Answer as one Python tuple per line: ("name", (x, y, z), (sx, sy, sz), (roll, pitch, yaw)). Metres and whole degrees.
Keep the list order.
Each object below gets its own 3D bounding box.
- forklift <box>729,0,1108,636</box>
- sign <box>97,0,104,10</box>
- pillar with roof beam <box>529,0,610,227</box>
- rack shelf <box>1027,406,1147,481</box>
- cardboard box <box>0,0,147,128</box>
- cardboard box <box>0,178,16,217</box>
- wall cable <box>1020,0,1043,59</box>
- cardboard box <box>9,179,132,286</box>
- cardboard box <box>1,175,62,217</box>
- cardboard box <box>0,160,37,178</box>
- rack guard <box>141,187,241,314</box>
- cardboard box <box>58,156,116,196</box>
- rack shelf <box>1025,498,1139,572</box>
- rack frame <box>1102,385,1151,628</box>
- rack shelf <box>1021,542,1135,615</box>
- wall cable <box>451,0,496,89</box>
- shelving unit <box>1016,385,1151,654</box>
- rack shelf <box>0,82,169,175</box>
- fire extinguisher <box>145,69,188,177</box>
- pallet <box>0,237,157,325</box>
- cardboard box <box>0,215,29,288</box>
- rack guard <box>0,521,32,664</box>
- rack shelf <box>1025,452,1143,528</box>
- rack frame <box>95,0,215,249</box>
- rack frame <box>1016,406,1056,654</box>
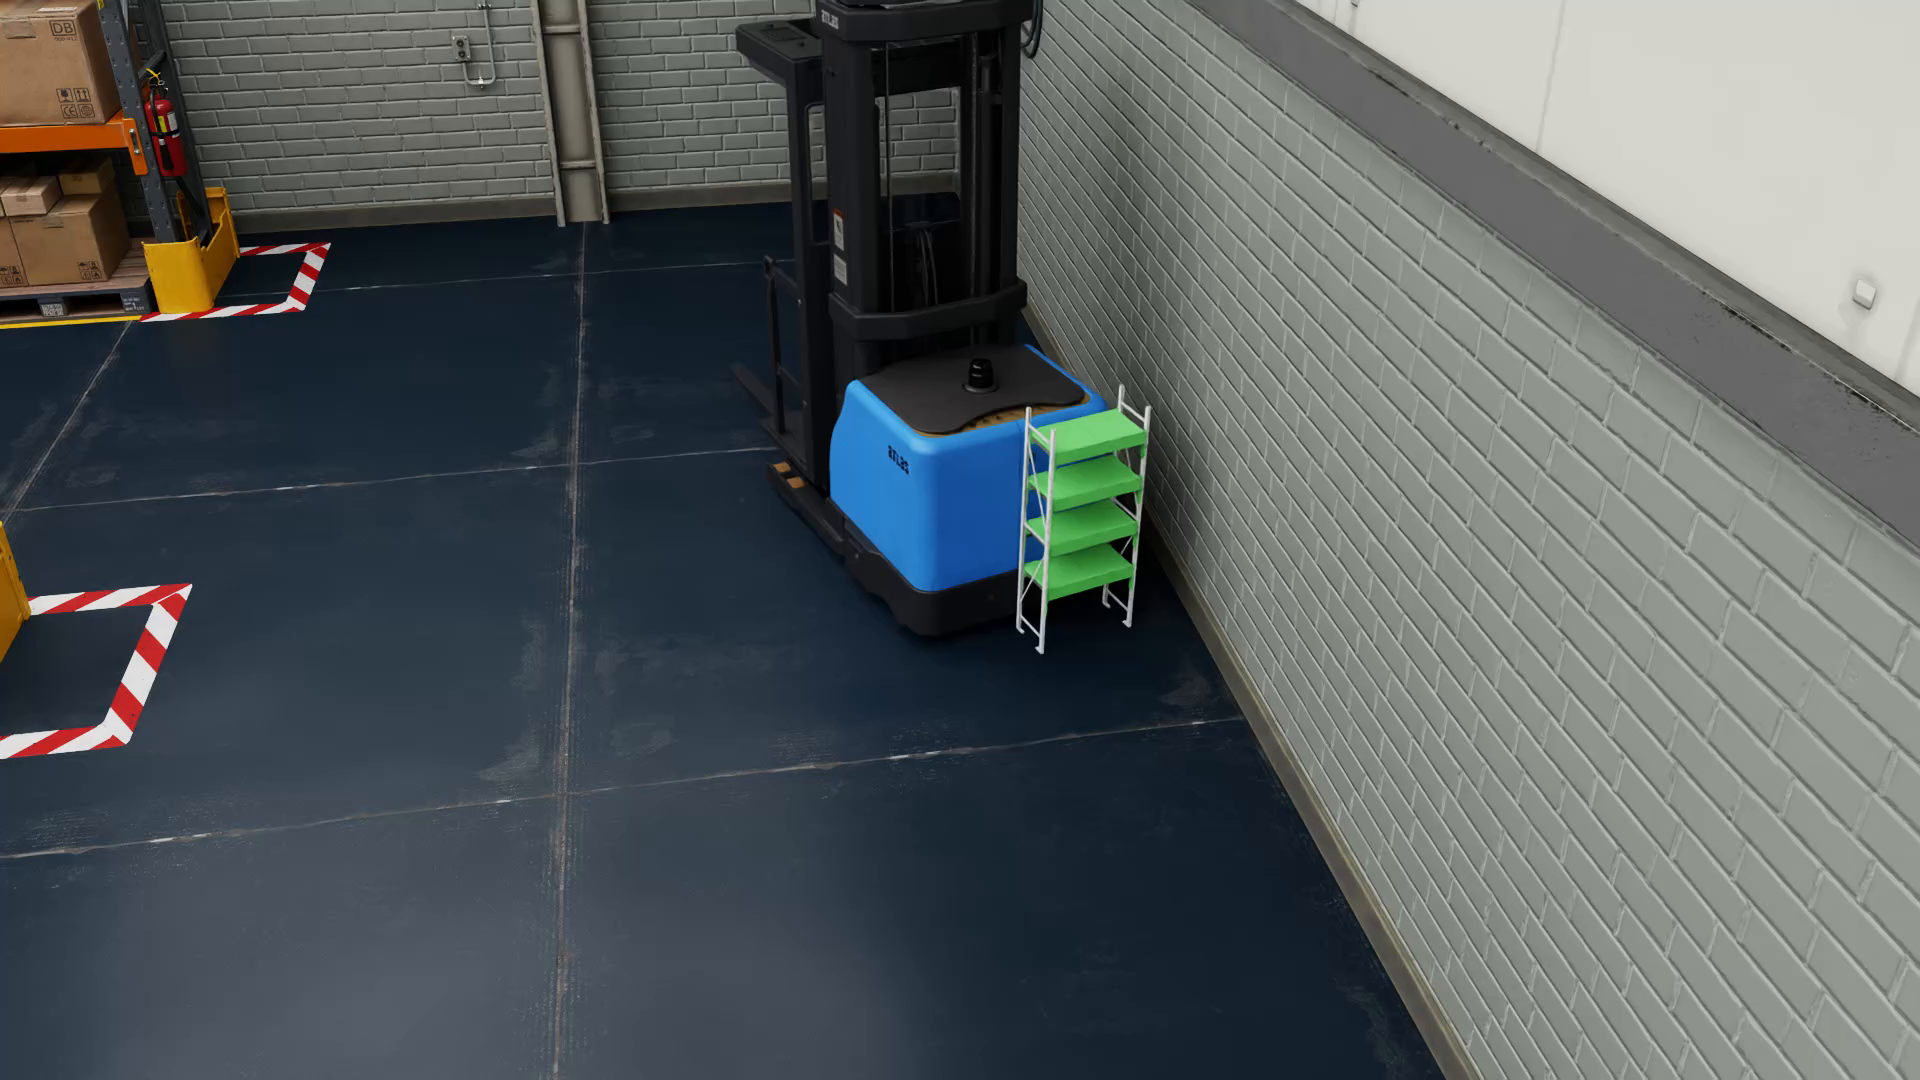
("forklift", (-0.415, -1.533, 8.465), (1.130, 2.935, 3.031), (-15, 33, -23))
("sign", (-5.360, -3.465, 10.308), (0.005, 0.325, 0.100), (-5, 31, -9))
("pillar with roof beam", (-2.168, -4.253, 7.105), (0.400, 9.000, 9.100), (-5, 31, -9))
("rack shelf", (0.568, -0.436, 7.476), (0.480, 0.148, 0.258), (-15, 36, -24))
("cardboard box", (-5.944, -3.213, 10.960), (0.700, 0.700, 0.980), (-4, 31, -7))
("cardboard box", (-6.459, -2.279, 11.078), (0.250, 0.149, 0.380), (-5, 31, -8))
("wall cable", (0.184, -4.721, 10.965), (0.112, 2.526, 3.097), (-5, 31, -9))
("cardboard box", (-6.114, -2.125, 11.457), (0.500, 0.500, 0.700), (-5, 31, -9))
("cardboard box", (-6.208, -2.302, 11.118), (0.250, 0.149, 0.380), (-6, 31, -10))
("cardboard box", (-6.526, -2.469, 11.402), (0.250, 0.149, 0.380), (-5, 31, -9))
("rack guard", (-5.420, -2.060, 11.761), (0.348, 0.500, 1.175), (-5, 31, -9))
("cardboard box", (-6.027, -2.516, 11.482), (0.250, 0.149, 0.380), (-5, 31, -9))
("rack shelf", (0.559, -0.031, 7.734), (0.480, 0.148, 0.258), (-15, 36, -24))
("rack frame", (0.776, -0.143, 7.798), (0.015, 1.200, 0.240), (-15, 36, -24))
("rack shelf", (0.554, 0.171, 7.864), (0.480, 0.148, 0.258), (-15, 36, -24))
("wall cable", (-4.355, -4.162, 11.867), (1.851, 1.984, 0.084), (-5, 31, -9))
("shelving unit", (0.560, -0.085, 7.700), (0.503, 1.200, 0.258), (-15, 36, -24))
("rack shelf", (-7.411, -2.643, 10.995), (4.000, 0.370, 1.077), (-5, 31, -9))
("fire extinguisher", (-5.212, -2.725, 10.870), (0.183, 0.674, 0.296), (-5, 31, -9))
("pallet", (-6.216, -1.822, 11.640), (1.213, 0.211, 1.003), (-5, 31, -9))
("cardboard box", (-6.606, -2.080, 11.379), (0.500, 0.500, 0.700), (-5, 31, -9))
("rack guard", (-4.623, 0.418, 7.545), (0.348, 0.500, 1.175), (-5, 31, -9))
("rack shelf", (0.563, -0.233, 7.605), (0.480, 0.148, 0.258), (-15, 36, -24))
("rack frame", (-5.444, -3.136, 11.123), (0.127, 3.000, 1.000), (-5, 31, -9))
("rack frame", (0.344, -0.027, 7.602), (0.015, 1.200, 0.240), (-15, 36, -24))
